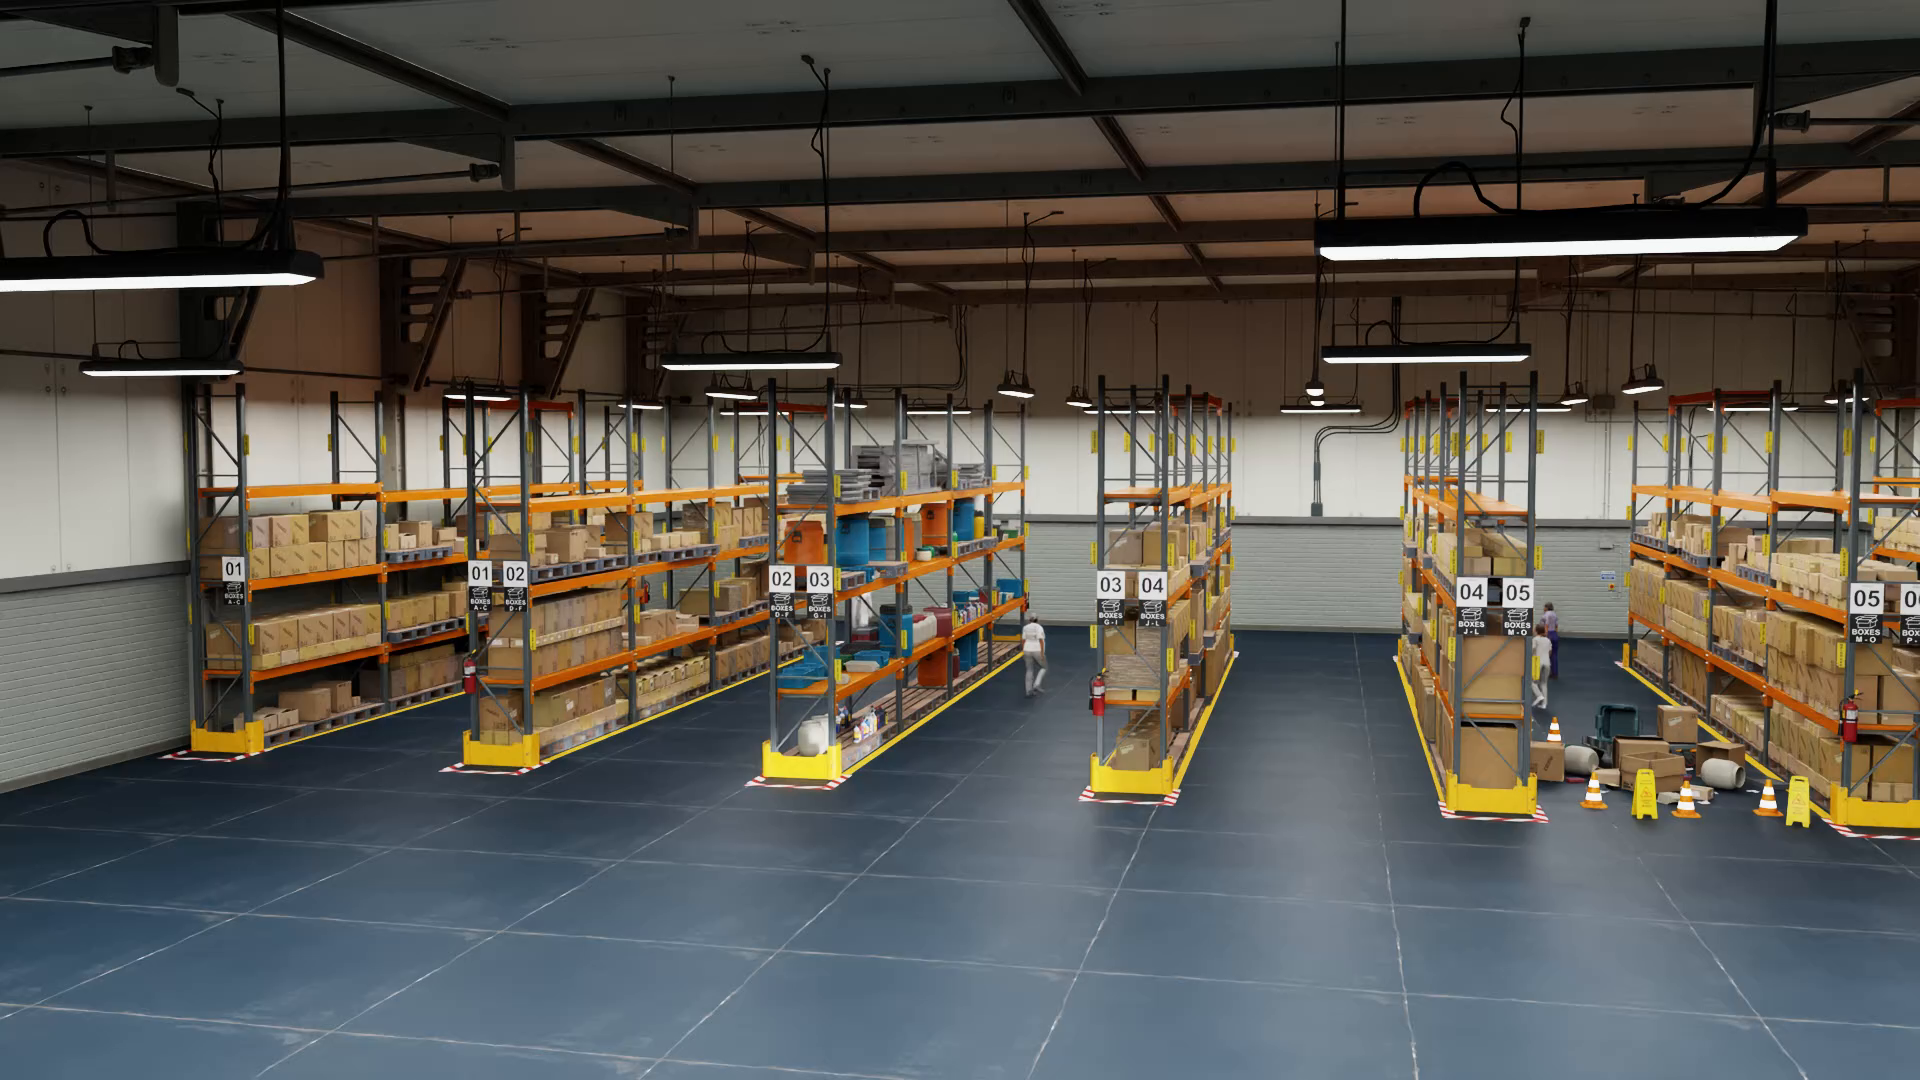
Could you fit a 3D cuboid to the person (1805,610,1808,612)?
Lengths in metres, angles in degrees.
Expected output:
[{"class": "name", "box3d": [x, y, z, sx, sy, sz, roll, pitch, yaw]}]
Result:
[{"class": "person", "box3d": [17.589, 2.177, 34.208, 0.541, 1.786, 0.556, -1, 3, -10]}]

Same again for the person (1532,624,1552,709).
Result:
[{"class": "person", "box3d": [11.067, 2.410, 31.697, 0.497, 1.570, 0.717, 0, 3, 2]}]

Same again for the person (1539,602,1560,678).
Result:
[{"class": "person", "box3d": [12.632, 2.156, 35.616, 0.496, 1.627, 0.566, -1, 3, -12]}]

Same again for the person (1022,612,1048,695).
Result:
[{"class": "person", "box3d": [1.480, 2.269, 33.215, 0.533, 1.652, 0.460, 2, 4, 28]}]

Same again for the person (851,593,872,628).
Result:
[{"class": "person", "box3d": [-2.441, 1.840, 40.015, 0.590, 1.715, 1.170, 1, 3, 10]}]
